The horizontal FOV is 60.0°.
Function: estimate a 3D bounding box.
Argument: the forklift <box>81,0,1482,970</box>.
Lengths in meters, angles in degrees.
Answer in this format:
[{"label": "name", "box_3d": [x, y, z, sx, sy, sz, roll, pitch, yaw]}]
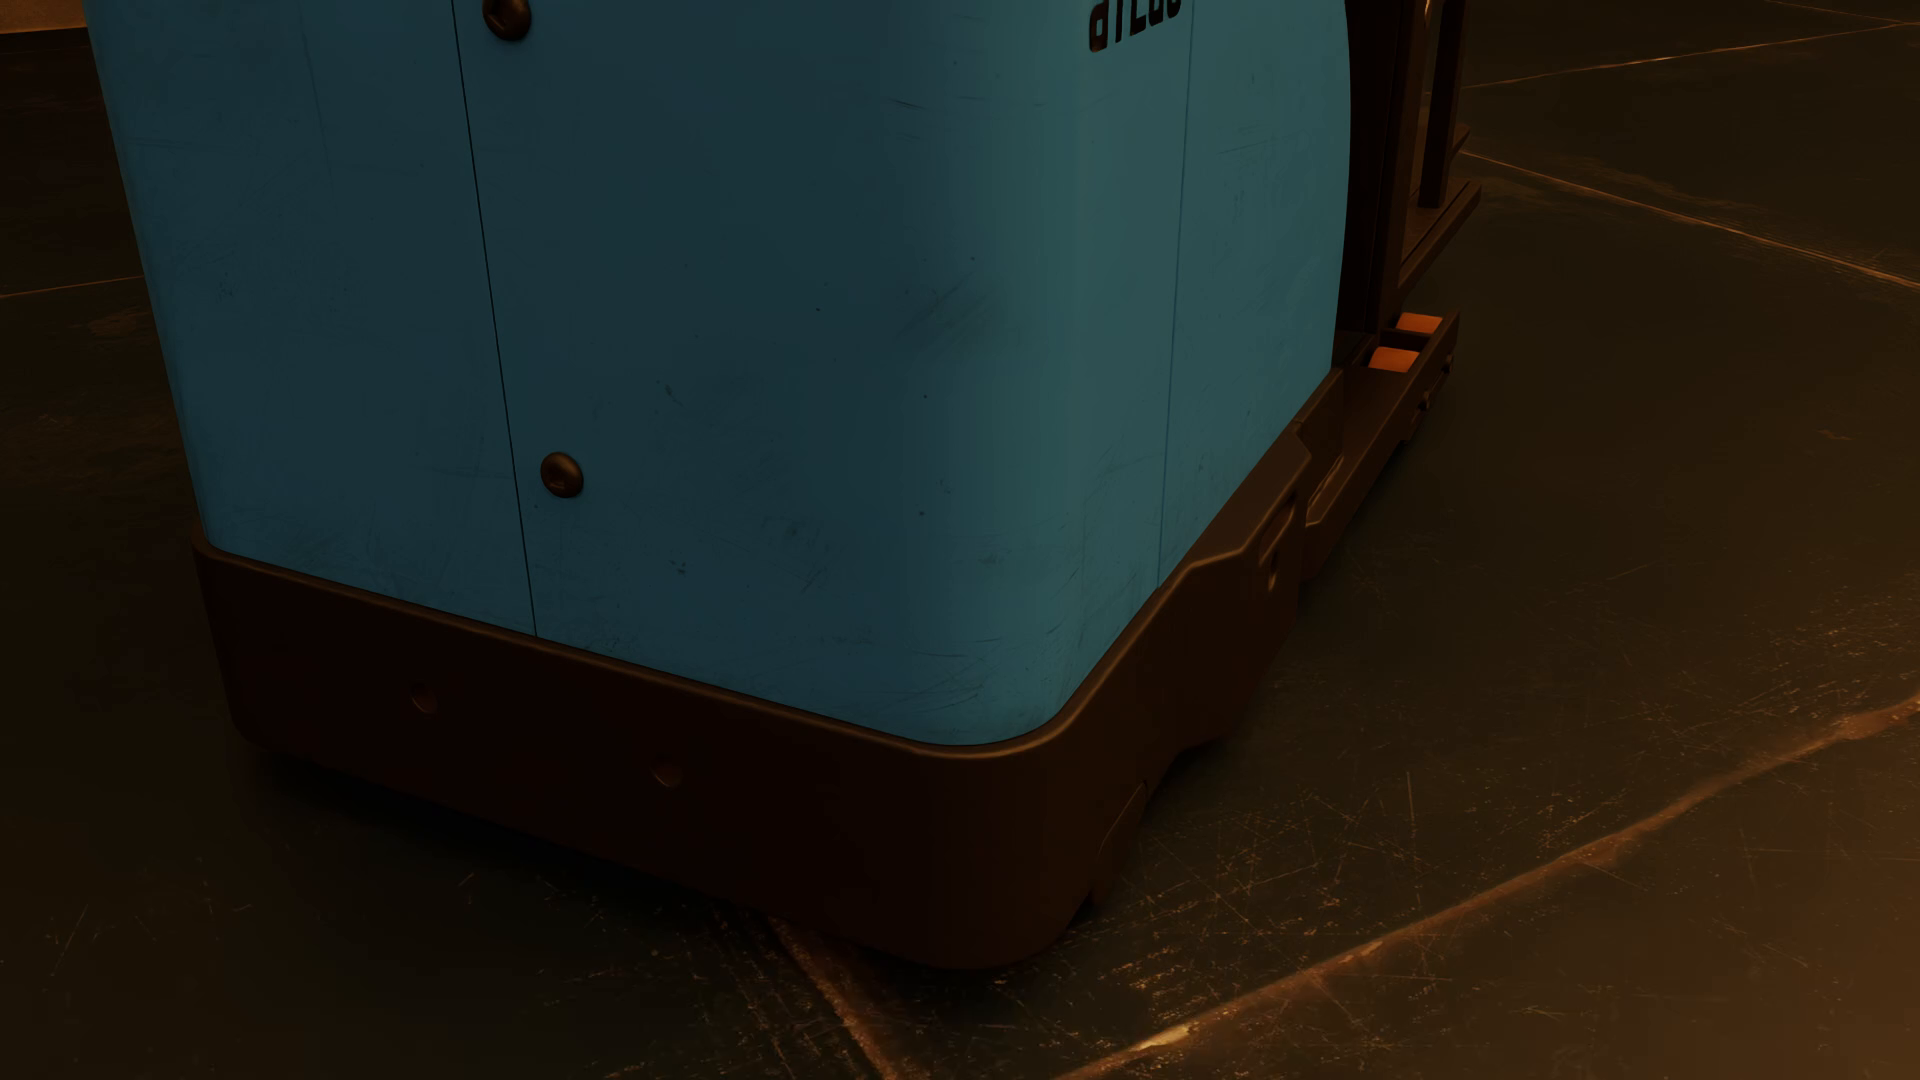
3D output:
[{"label": "forklift", "box_3d": [0.242, -1.545, 2.306, 1.130, 2.935, 3.031, 12, 29, 23]}]
